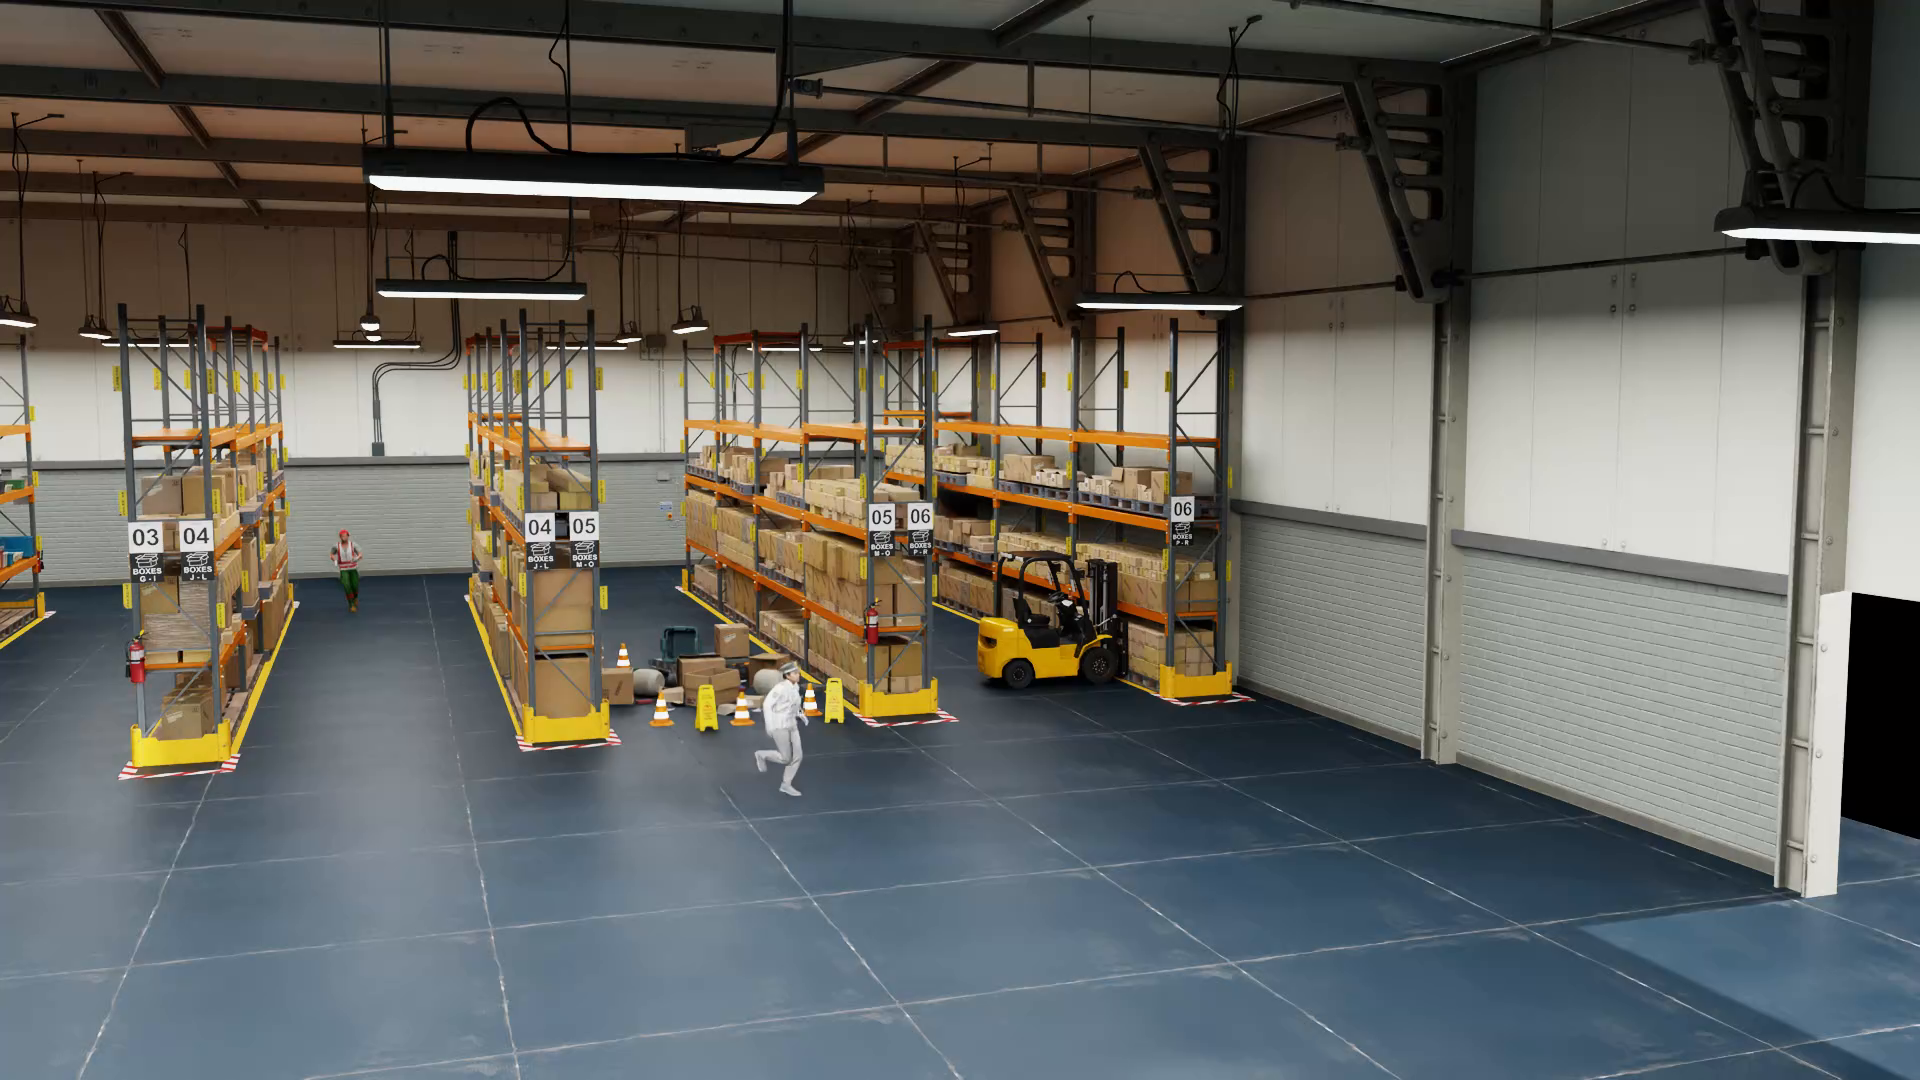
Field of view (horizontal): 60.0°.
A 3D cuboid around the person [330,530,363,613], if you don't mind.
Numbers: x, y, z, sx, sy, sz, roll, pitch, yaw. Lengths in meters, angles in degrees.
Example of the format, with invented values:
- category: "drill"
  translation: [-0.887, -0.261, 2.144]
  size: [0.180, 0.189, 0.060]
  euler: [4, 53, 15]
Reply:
- category: "person"
  translation: [-13.432, 0.661, 36.442]
  size: [0.665, 1.793, 0.907]
  euler: [-2, 6, -24]

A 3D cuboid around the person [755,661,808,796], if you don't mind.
- category: "person"
  translation: [-2.192, 2.286, 20.314]
  size: [0.669, 1.653, 0.645]
  euler: [3, 6, 28]
